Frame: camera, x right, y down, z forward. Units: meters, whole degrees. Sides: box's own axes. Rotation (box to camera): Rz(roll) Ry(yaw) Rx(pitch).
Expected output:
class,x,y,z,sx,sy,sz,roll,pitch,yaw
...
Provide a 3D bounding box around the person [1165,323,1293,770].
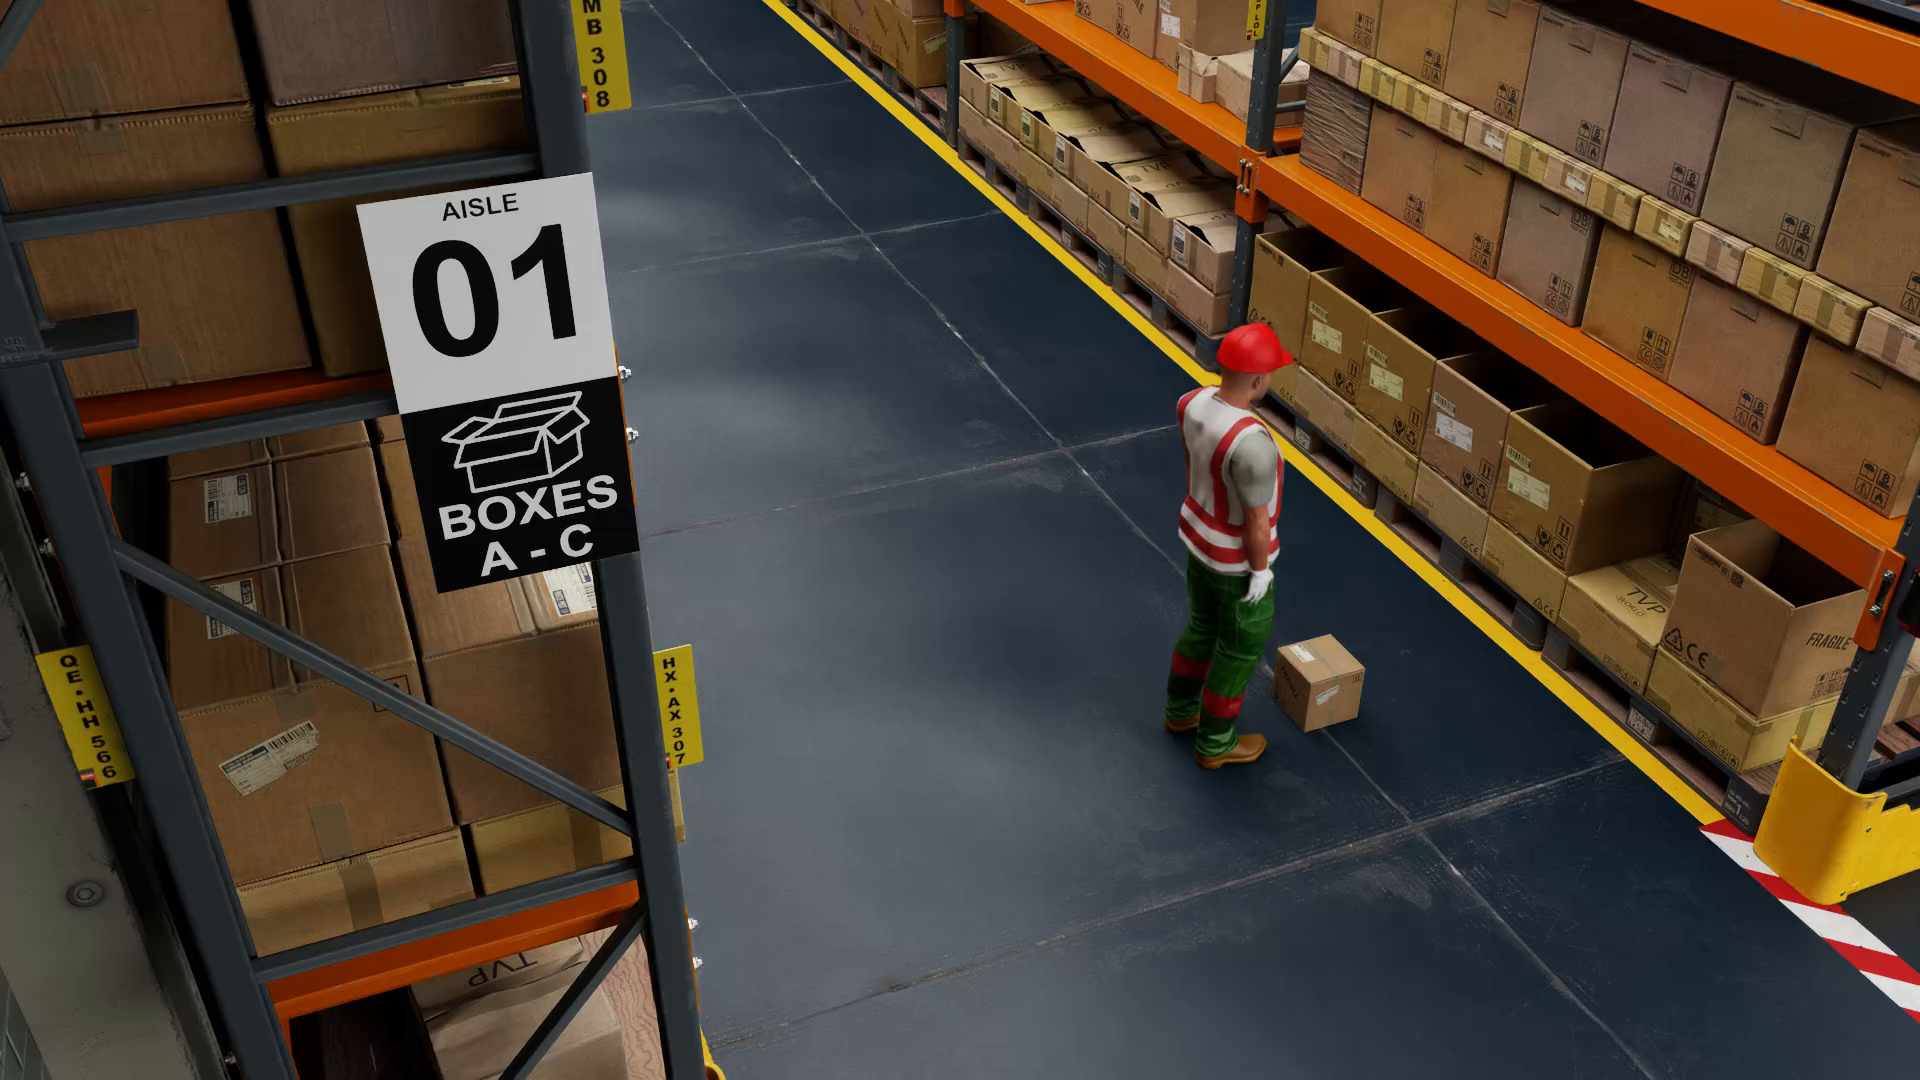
class,x,y,z,sx,sy,sz,roll,pitch,yaw
person,0.979,0.029,6.086,0.351,1.782,0.528,-12,35,-18
